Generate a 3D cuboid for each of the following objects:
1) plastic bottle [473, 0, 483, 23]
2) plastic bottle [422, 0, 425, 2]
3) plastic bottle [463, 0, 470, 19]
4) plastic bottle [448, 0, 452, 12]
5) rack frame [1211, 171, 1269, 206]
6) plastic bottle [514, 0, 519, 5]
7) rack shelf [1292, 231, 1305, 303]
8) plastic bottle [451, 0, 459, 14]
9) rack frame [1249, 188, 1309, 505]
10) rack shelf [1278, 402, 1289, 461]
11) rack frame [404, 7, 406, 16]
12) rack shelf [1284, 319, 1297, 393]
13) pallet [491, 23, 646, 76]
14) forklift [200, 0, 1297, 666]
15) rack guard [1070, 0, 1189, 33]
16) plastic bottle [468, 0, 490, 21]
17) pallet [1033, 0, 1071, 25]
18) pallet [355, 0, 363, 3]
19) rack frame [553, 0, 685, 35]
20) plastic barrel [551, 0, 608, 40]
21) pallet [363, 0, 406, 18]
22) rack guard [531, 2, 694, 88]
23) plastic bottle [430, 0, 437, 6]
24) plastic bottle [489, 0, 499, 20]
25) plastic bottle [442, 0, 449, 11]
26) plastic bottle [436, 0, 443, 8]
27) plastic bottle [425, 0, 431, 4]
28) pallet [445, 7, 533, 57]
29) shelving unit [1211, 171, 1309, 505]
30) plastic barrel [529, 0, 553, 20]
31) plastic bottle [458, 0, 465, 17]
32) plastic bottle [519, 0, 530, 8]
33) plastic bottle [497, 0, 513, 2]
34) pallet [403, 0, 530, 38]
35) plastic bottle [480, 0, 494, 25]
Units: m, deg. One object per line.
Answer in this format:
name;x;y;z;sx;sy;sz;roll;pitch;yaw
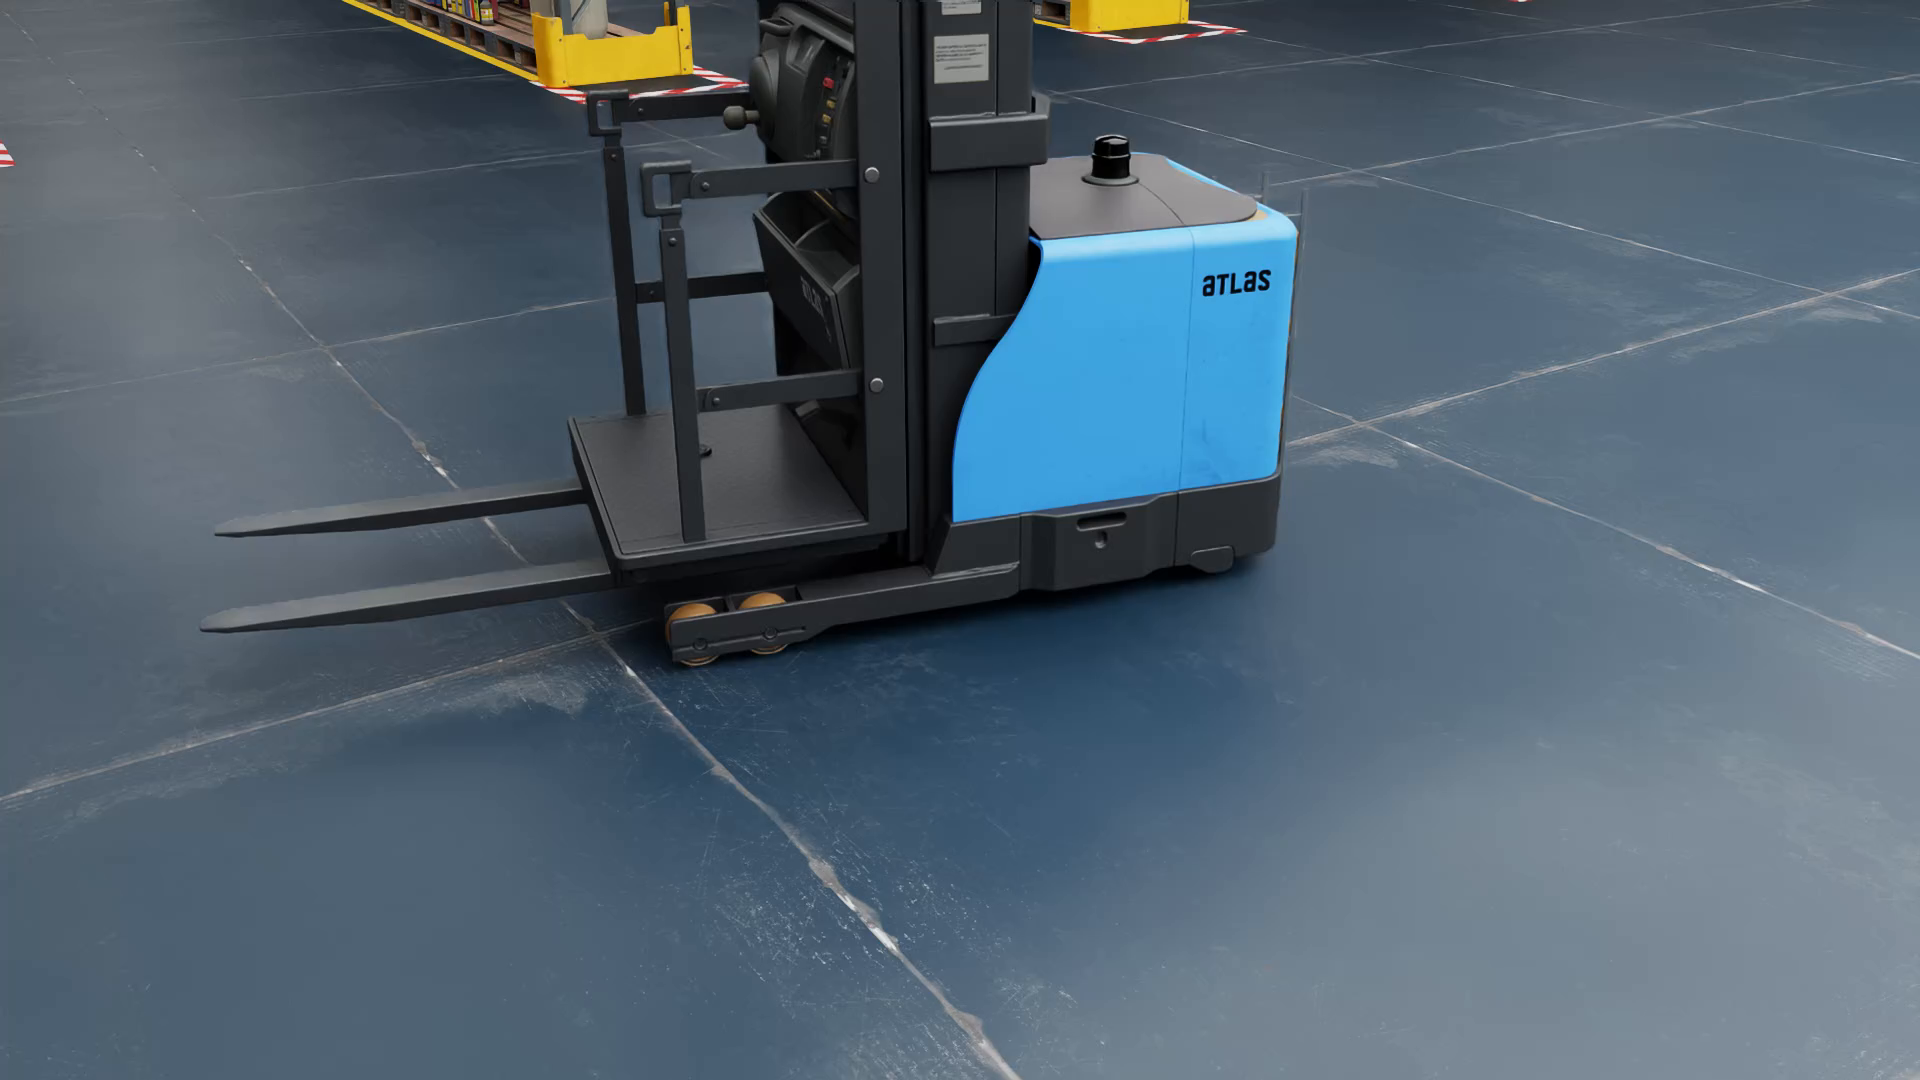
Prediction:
plastic bottle;-4.003;-4.457;13.845;0.061;0.283;0.133;-15;29;-28
plastic bottle;-4.820;-4.970;15.027;0.097;0.201;0.097;0;25;0
plastic bottle;-4.114;-4.563;14.077;0.152;0.276;0.135;-16;30;-31
plastic bottle;-4.407;-4.699;14.453;0.097;0.201;0.097;0;25;0
rack frame;0.881;-0.676;5.452;0.200;1.050;0.008;-9;27;-18
plastic bottle;-3.936;-4.916;14.815;0.061;0.283;0.133;-16;29;-30
rack shelf;0.922;-0.874;5.231;0.215;0.259;0.240;-9;27;-18
plastic bottle;-4.310;-4.721;14.325;0.144;0.351;0.185;-16;30;-30
rack frame;0.963;-0.578;5.244;0.200;1.050;0.008;-9;27;-18
rack shelf;0.922;-0.366;5.471;0.215;0.259;0.240;-9;27;-18
rack frame;-4.738;-6.325;15.135;1.000;3.000;0.127;-16;29;-30
rack shelf;0.922;-0.617;5.353;0.215;0.259;0.240;-9;27;-18
pallet;-3.074;-3.942;13.352;1.003;0.211;1.213;-16;29;-30
forklift;-0.613;-1.236;4.436;3.031;2.935;1.130;-8;27;-17
rack guard;1.554;-4.946;15.141;1.175;0.500;0.348;-16;29;-30
plastic bottle;-4.039;-4.513;13.972;0.152;0.276;0.135;-15;29;-29
pallet;1.140;-5.114;15.836;1.003;0.211;1.213;-16;29;-30
pallet;-5.869;-5.773;17.232;1.003;0.211;1.213;-16;29;-30
rack frame;-2.554;-4.895;12.105;1.000;3.000;0.127;-16;29;-30
plastic barrel;-2.977;-4.177;13.007;0.421;0.512;0.421;0;25;0
pallet;-5.199;-5.336;16.306;1.003;0.211;1.213;-16;29;-30
rack guard;-2.635;-3.780;12.673;1.175;0.500;0.348;-16;29;-30
plastic bottle;-4.645;-4.941;14.790;0.144;0.351;0.185;-15;29;-28
plastic bottle;-3.950;-4.542;14.023;0.061;0.283;0.133;-16;29;-30
plastic bottle;-4.487;-4.774;14.516;0.061;0.283;0.133;-14;29;-27
plastic bottle;-4.542;-4.873;14.647;0.144;0.351;0.185;-17;30;-32
plastic bottle;-4.732;-4.967;14.934;0.152;0.276;0.135;-14;29;-28
pallet;-3.736;-4.378;14.276;1.003;0.211;1.213;-16;29;-30
shelving unit;0.922;-0.627;5.348;0.215;1.050;0.252;-9;27;-18
plastic barrel;-3.251;-4.356;13.387;0.421;0.512;0.421;0;25;0
plastic bottle;-4.208;-4.655;14.184;0.144;0.351;0.185;-14;29;-27
plastic bottle;-3.867;-4.865;14.707;0.061;0.283;0.133;-16;29;-30
plastic bottle;-4.150;-5.017;15.040;0.152;0.276;0.135;-16;29;-30
pallet;-4.406;-4.814;15.201;1.003;0.211;1.213;-16;29;-30
plastic bottle;-3.924;-4.383;13.783;0.097;0.201;0.097;0;25;0
